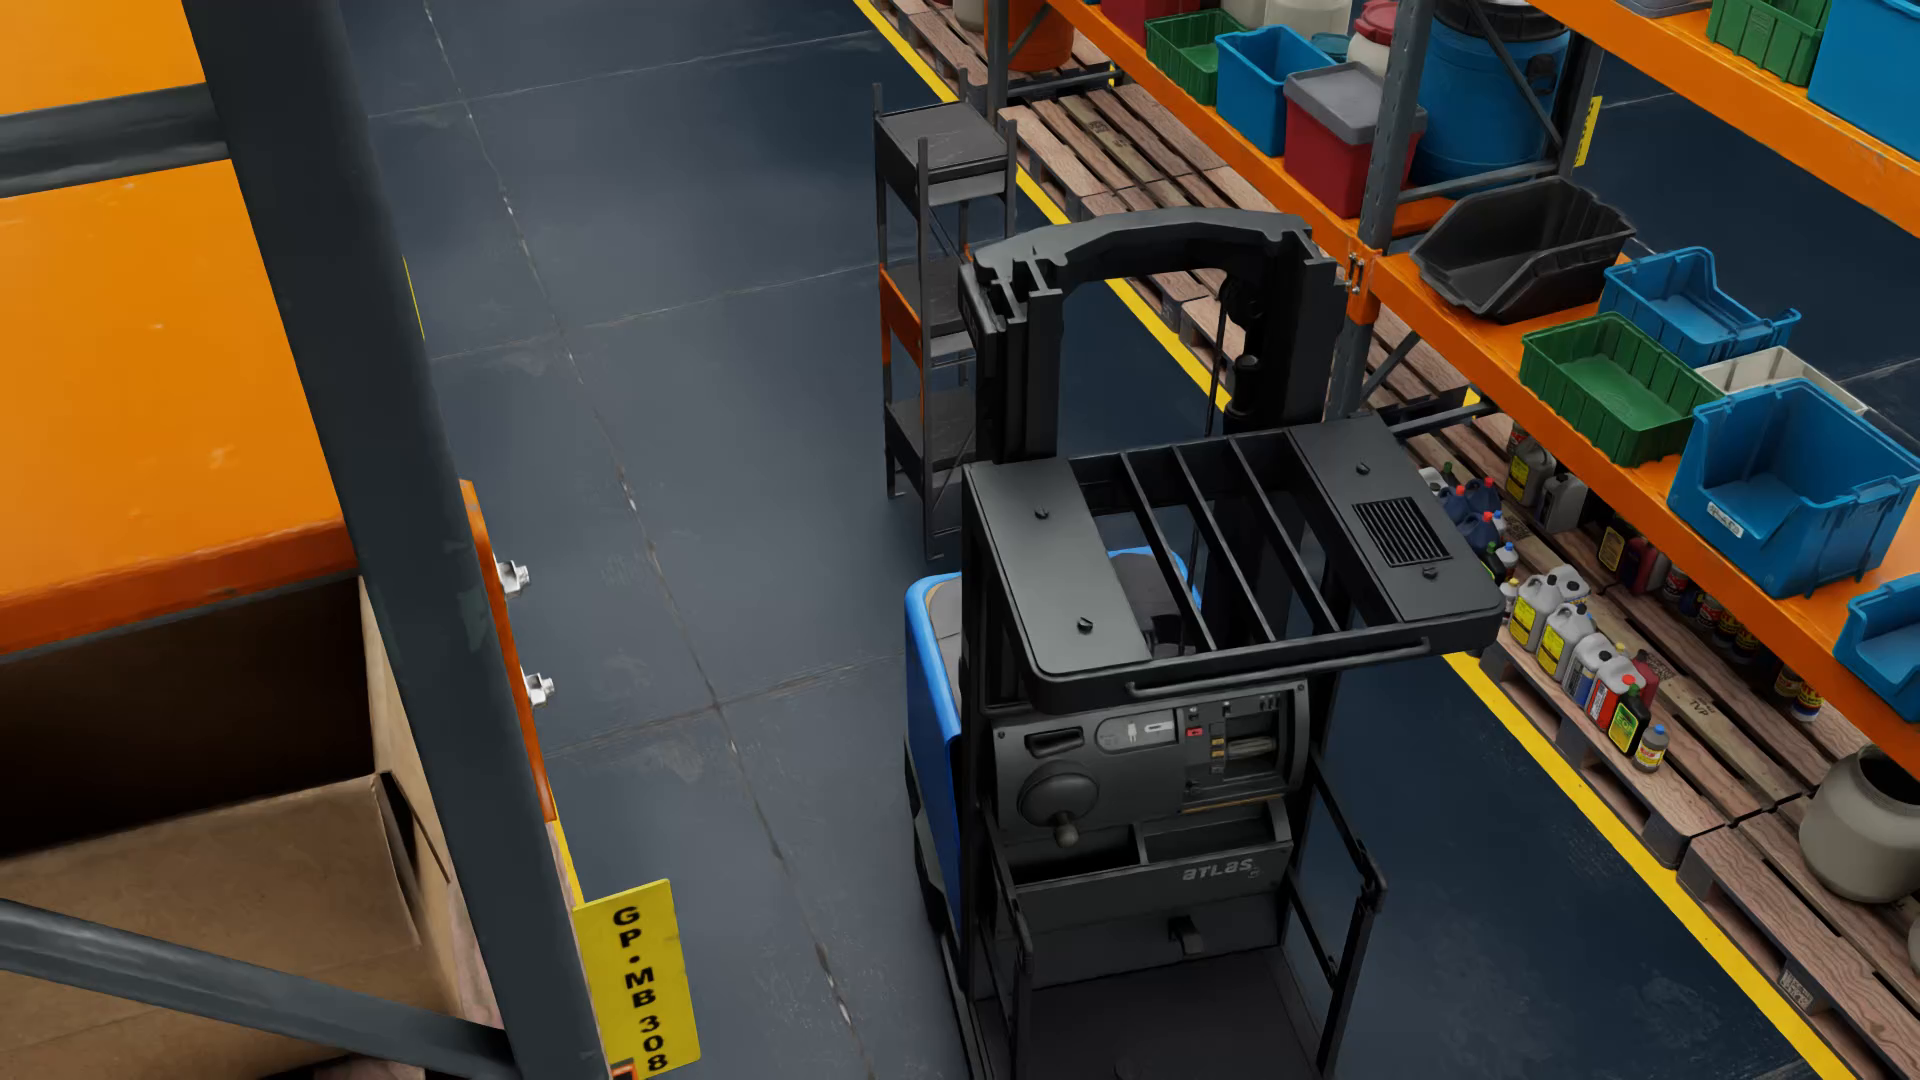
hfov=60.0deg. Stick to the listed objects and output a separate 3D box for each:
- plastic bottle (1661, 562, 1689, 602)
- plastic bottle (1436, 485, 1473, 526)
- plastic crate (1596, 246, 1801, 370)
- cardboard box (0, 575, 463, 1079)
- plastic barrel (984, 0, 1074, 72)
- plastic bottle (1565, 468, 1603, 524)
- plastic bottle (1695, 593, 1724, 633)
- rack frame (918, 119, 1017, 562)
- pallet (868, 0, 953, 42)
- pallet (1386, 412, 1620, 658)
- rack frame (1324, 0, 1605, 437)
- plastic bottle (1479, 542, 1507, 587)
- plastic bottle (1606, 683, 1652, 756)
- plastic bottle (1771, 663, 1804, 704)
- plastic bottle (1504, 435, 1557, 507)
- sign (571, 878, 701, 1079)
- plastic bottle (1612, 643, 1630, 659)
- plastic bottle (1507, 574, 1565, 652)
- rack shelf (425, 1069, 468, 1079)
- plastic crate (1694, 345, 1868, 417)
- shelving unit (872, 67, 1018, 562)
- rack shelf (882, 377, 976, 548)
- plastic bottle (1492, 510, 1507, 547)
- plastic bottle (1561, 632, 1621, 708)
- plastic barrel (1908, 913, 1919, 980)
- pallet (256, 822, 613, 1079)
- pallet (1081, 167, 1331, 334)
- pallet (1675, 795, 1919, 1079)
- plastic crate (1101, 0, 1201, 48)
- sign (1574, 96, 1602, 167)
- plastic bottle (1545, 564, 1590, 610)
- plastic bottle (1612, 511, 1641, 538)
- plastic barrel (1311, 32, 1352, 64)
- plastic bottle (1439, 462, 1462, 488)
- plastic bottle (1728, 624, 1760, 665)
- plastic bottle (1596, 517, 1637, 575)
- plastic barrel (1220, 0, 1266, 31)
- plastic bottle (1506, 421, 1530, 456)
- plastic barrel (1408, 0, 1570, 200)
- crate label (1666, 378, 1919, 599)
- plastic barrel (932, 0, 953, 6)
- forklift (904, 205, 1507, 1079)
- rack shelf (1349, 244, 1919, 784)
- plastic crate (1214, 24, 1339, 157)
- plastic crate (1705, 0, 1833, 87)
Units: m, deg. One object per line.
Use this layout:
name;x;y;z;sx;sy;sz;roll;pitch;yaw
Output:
plastic bottle;3.029;0.154;6.998;0.097;0.201;0.097;0;41;0
plastic bottle;2.116;-0.102;7.181;0.144;0.351;0.185;-14;43;-16
plastic crate;2.865;-0.874;6.499;0.499;0.251;0.616;-15;43;-17
cardboard box;-1.073;0.377;2.120;0.797;0.503;0.637;-12;42;-14
plastic barrel;0.457;-3.566;10.857;0.600;0.830;0.708;-15;43;-17
plastic bottle;2.777;-0.261;7.365;0.144;0.351;0.185;-17;44;-19
plastic bottle;3.108;0.278;6.854;0.097;0.201;0.097;0;41;0
rack frame;0.030;-0.749;6.929;0.400;2.100;0.015;-15;43;-17
pallet;-0.143;-4.080;12.252;1.003;0.211;1.213;-15;43;-17
pallet;2.409;-0.057;7.574;1.003;0.211;1.213;-15;43;-17
rack frame;2.191;-1.530;7.147;1.000;3.000;0.127;-15;43;-17
plastic bottle;2.213;0.147;6.943;0.061;0.283;0.133;-13;42;-15
plastic bottle;2.552;0.680;6.323;0.061;0.283;0.133;-14;43;-16
plastic bottle;3.276;0.542;6.547;0.097;0.201;0.097;0;41;0
plastic bottle;2.570;-0.340;7.458;0.144;0.351;0.185;-15;43;-17
sign;-0.342;0.480;1.778;0.100;0.325;0.005;-15;43;-17
plastic bottle;2.597;0.492;6.604;0.097;0.201;0.097;0;41;0
plastic bottle;2.351;0.267;6.751;0.144;0.351;0.185;-15;43;-17
rack shelf;-1.622;0.044;3.568;1.077;0.370;4.000;-15;43;-17
plastic crate;3.046;-0.515;6.169;0.530;0.136;0.437;-15;43;-17
shelving unit;-0.063;-0.896;7.100;0.431;2.100;0.503;-15;43;-17
rack shelf;-0.063;-0.355;7.565;0.431;0.518;0.480;-15;43;-17
plastic bottle;2.283;-0.015;7.141;0.097;0.271;0.097;0;41;0
plastic bottle;2.489;0.507;6.531;0.152;0.276;0.135;-16;43;-18
plastic barrel;3.399;1.287;5.458;0.421;0.512;0.421;0;41;0
pallet;-1.103;0.577;2.464;1.003;0.211;1.213;-15;43;-17
pallet;1.384;-1.672;9.451;1.003;0.211;1.213;-15;43;-17
pallet;3.343;1.412;5.864;1.003;0.211;1.213;-15;43;-17
plastic crate;0.996;-2.914;8.707;0.402;0.464;0.583;-15;43;-17
sign;2.703;-1.765;7.209;0.100;0.325;0.005;-15;43;-17
plastic bottle;2.478;0.244;6.836;0.152;0.276;0.135;-15;43;-17
plastic bottle;2.900;-0.066;7.139;0.144;0.351;0.185;-15;43;-17
plastic barrel;1.826;-2.313;8.164;0.301;0.262;0.301;0;41;0
plastic bottle;2.155;-0.204;7.351;0.061;0.283;0.133;-15;43;-17
plastic bottle;3.184;0.371;6.692;0.097;0.271;0.097;0;41;0
plastic bottle;2.815;0.001;7.113;0.061;0.283;0.133;-15;43;-17
plastic barrel;1.581;-2.915;8.653;0.433;0.535;0.433;0;41;0
plastic bottle;2.617;-0.495;7.752;0.097;0.201;0.097;0;41;0
plastic barrel;2.323;-2.028;7.342;0.600;0.901;0.708;-15;43;-17
crate label;2.767;-0.175;5.544;0.502;0.435;0.616;-15;43;-17
plastic barrel;0.025;-4.155;11.727;0.600;0.588;0.708;-15;43;-17
forklift;0.597;0.713;4.591;1.130;2.935;3.031;-8;41;-9
rack shelf;2.956;-0.052;5.980;1.077;0.370;4.000;-15;43;-17
plastic crate;1.481;-2.111;7.835;0.392;0.384;0.575;-15;43;-17
plastic crate;2.543;-1.568;5.054;0.336;0.188;0.450;-15;43;-17
